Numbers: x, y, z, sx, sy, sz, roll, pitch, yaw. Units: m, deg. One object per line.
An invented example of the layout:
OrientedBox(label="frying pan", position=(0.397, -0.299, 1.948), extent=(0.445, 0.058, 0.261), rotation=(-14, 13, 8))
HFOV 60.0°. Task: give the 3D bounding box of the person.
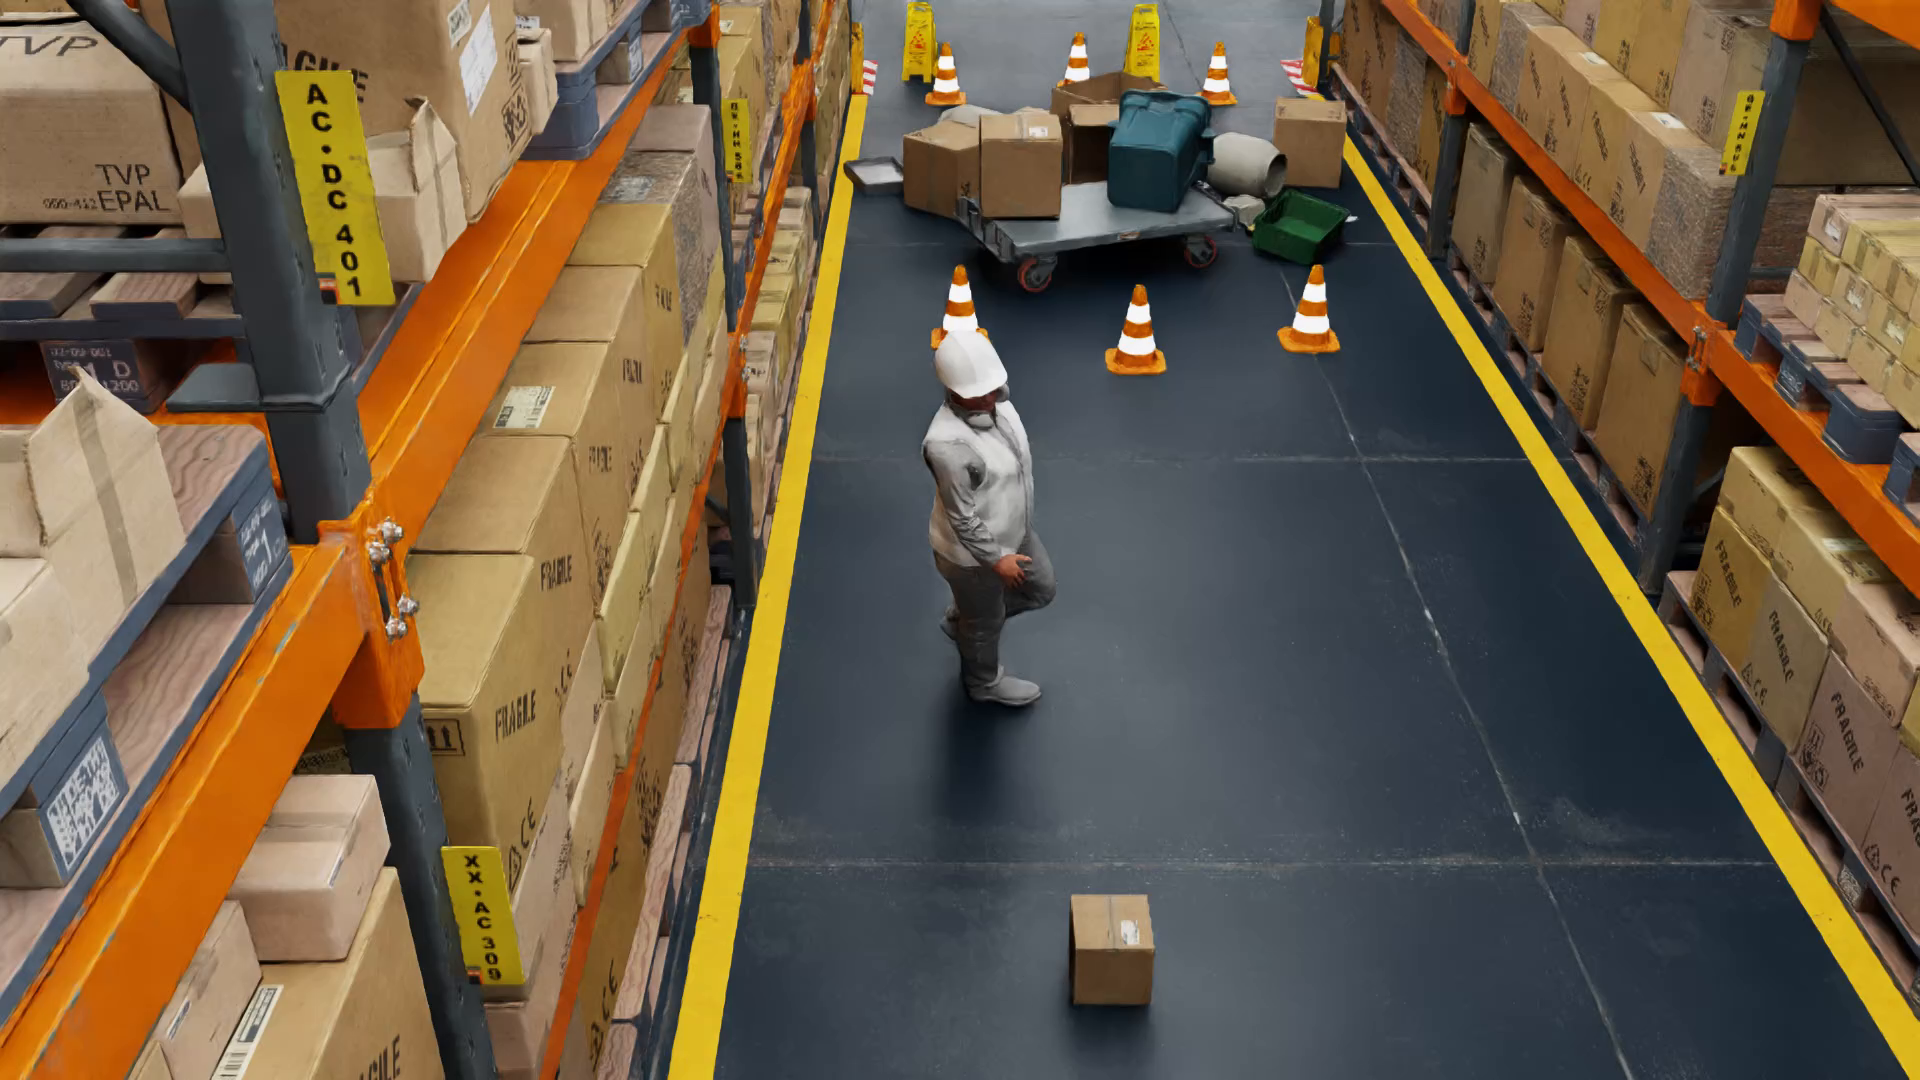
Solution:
OrientedBox(label="person", position=(0.085, -0.042, 6.197), extent=(0.491, 1.741, 0.696), rotation=(9, 32, 14))
